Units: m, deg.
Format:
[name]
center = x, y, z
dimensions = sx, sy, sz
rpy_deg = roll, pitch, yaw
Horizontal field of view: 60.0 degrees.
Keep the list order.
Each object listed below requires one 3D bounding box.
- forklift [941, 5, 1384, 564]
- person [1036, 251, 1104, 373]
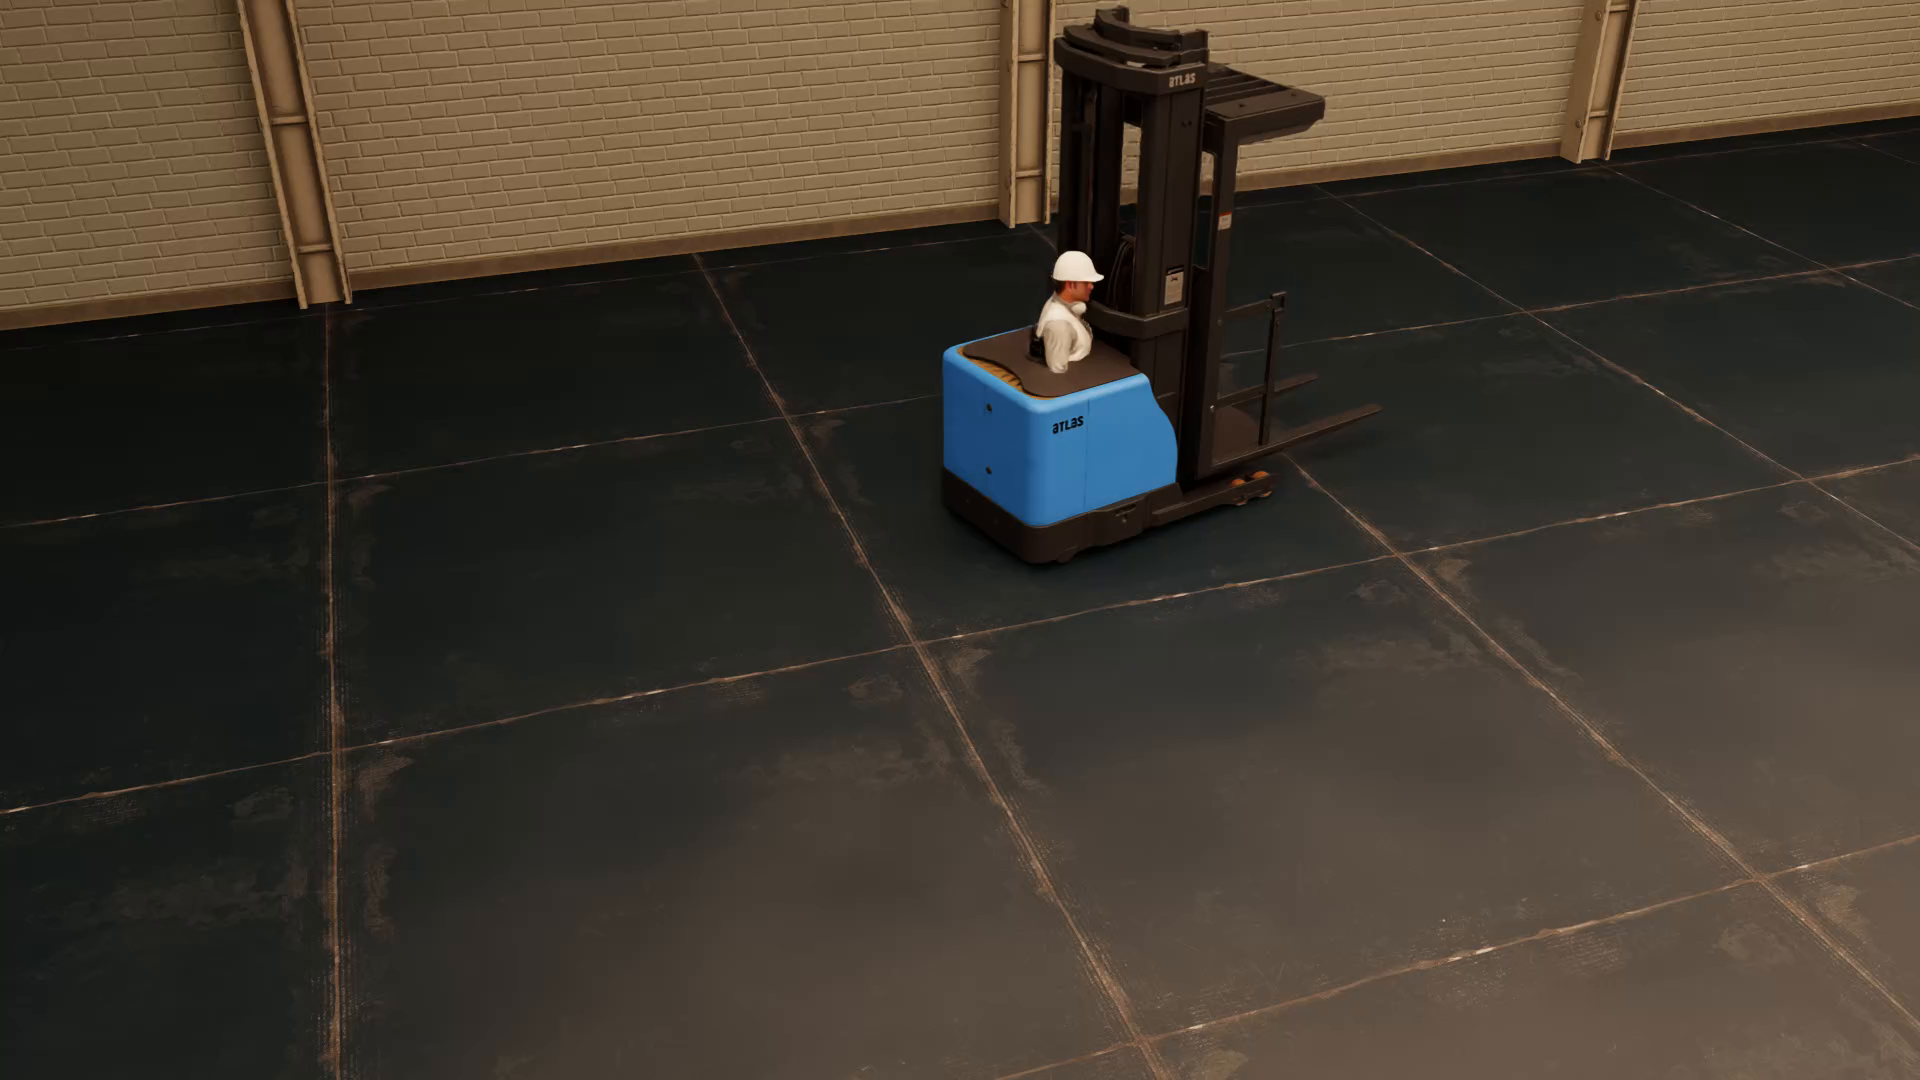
[forklift]
center = 1.392, -1.685, 10.016
dimensions = 3.031, 2.935, 1.130
rpy_deg = -18, 35, -29
[person]
center = 0.764, -0.888, 9.875
dimensions = 0.655, 1.701, 0.786
rpy_deg = 6, 30, 10
